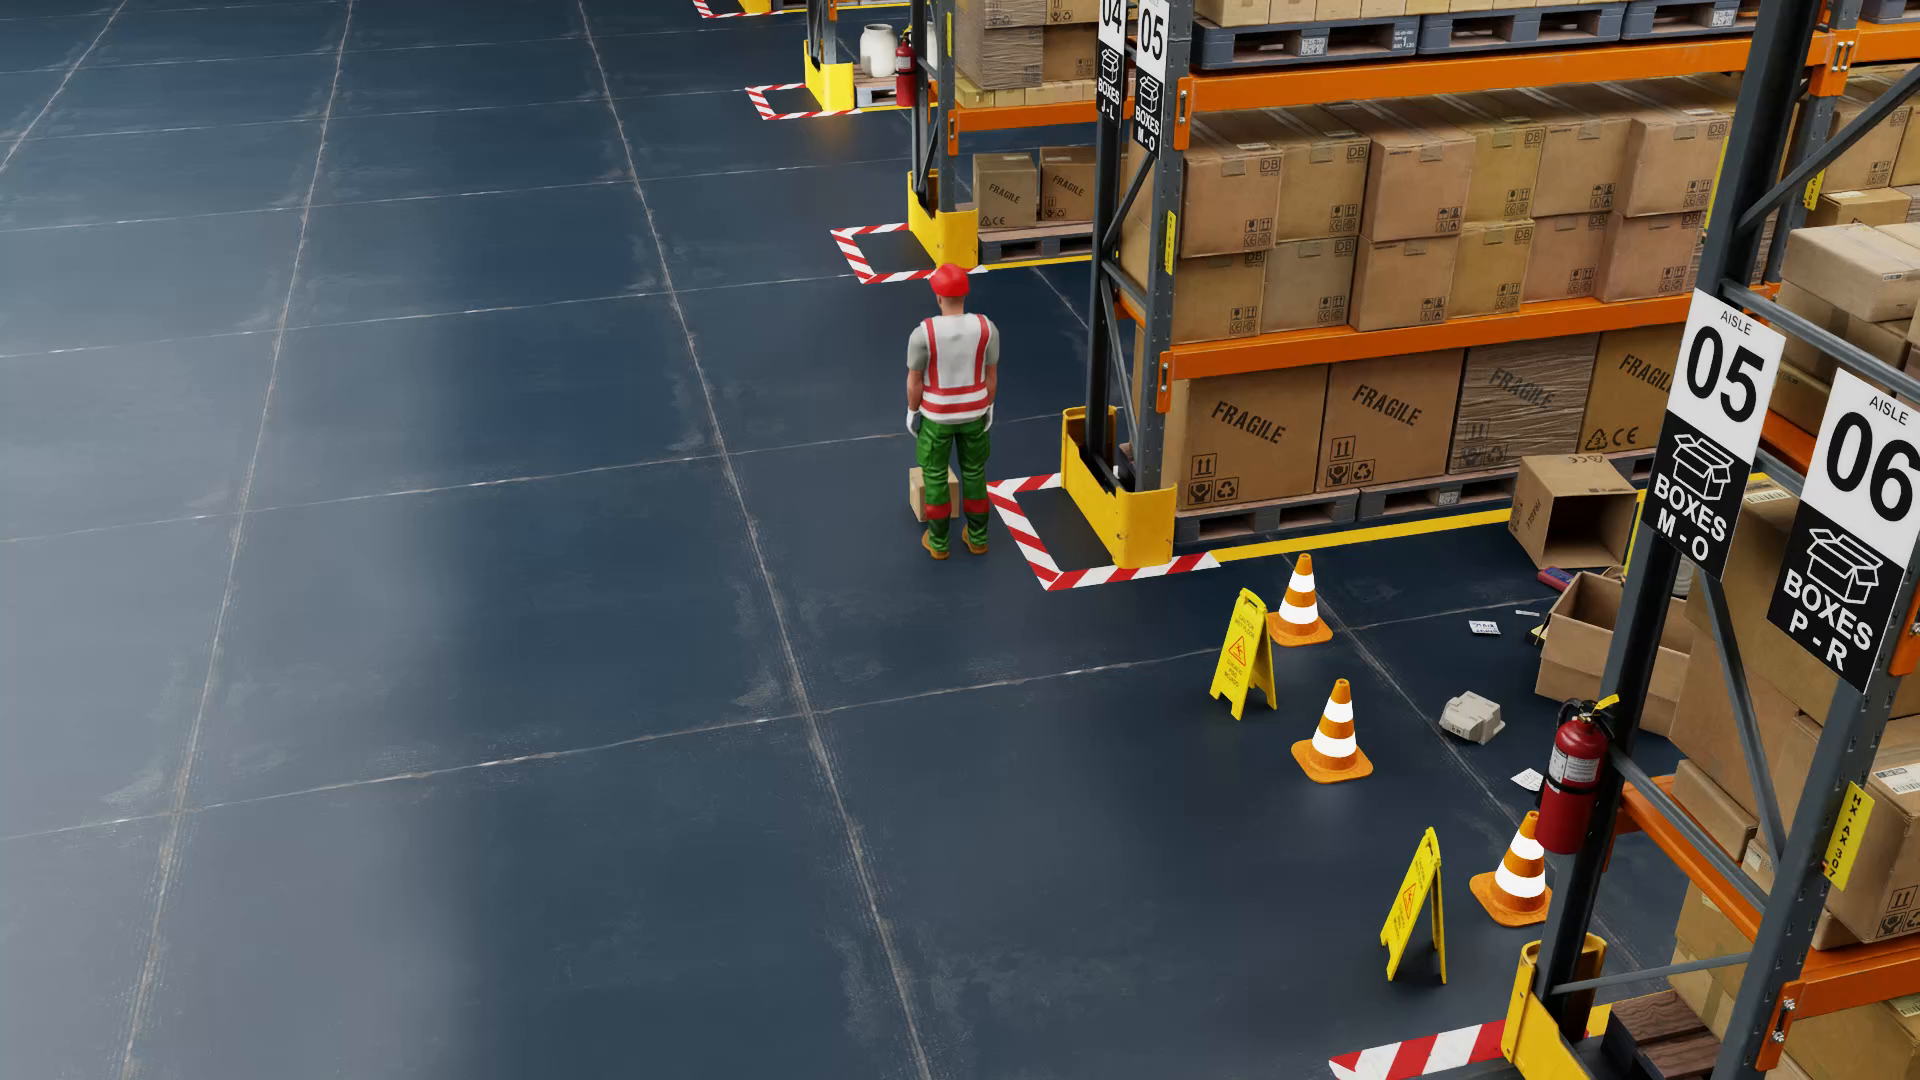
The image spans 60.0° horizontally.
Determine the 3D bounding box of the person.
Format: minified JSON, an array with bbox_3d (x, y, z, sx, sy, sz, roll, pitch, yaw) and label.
[{"bbox_3d":[-0.048,-0.724,9.476,0.526,1.783,0.345,-7,31,-12],"label":"person"}]
